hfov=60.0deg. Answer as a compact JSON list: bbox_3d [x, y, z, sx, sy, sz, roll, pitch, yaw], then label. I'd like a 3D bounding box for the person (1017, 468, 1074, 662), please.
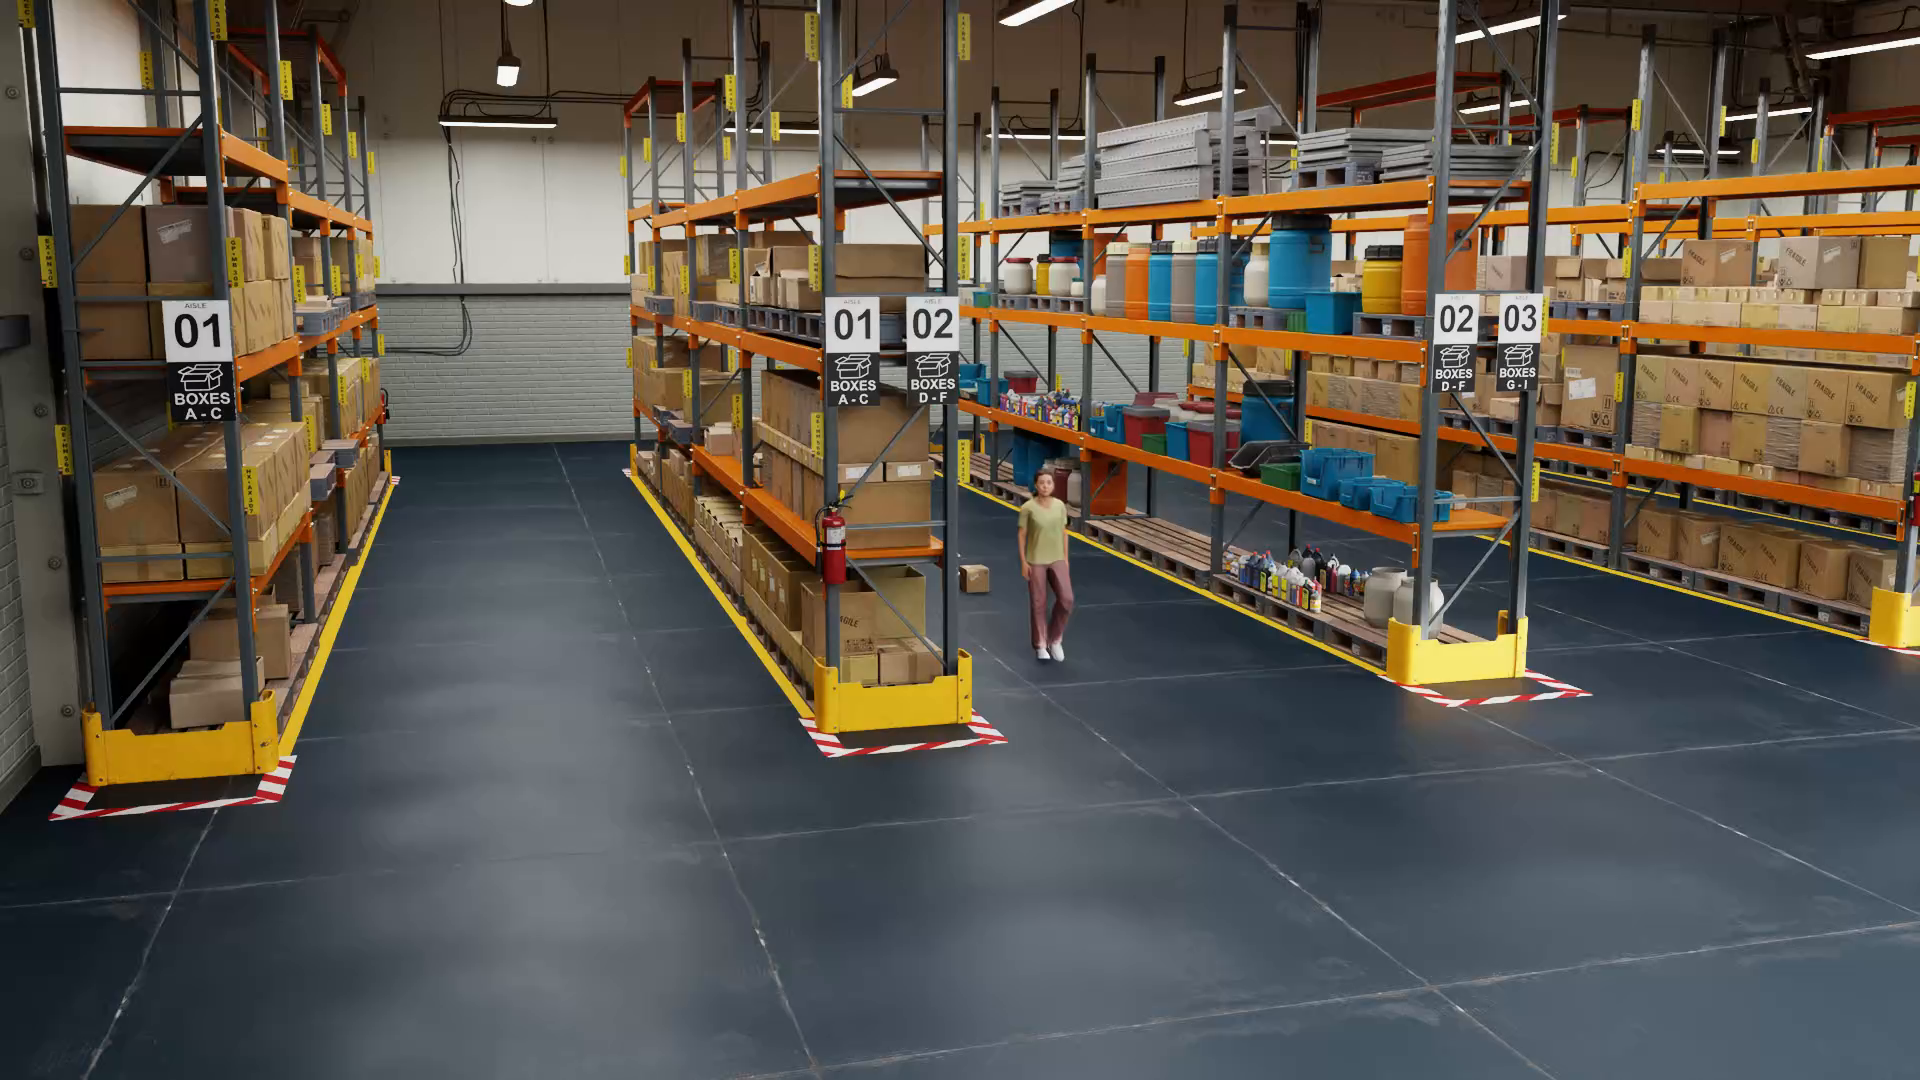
[{"bbox_3d":[0.742,0.227,14.408,0.475,1.690,0.469,-2,9,-10],"label":"person"}]
